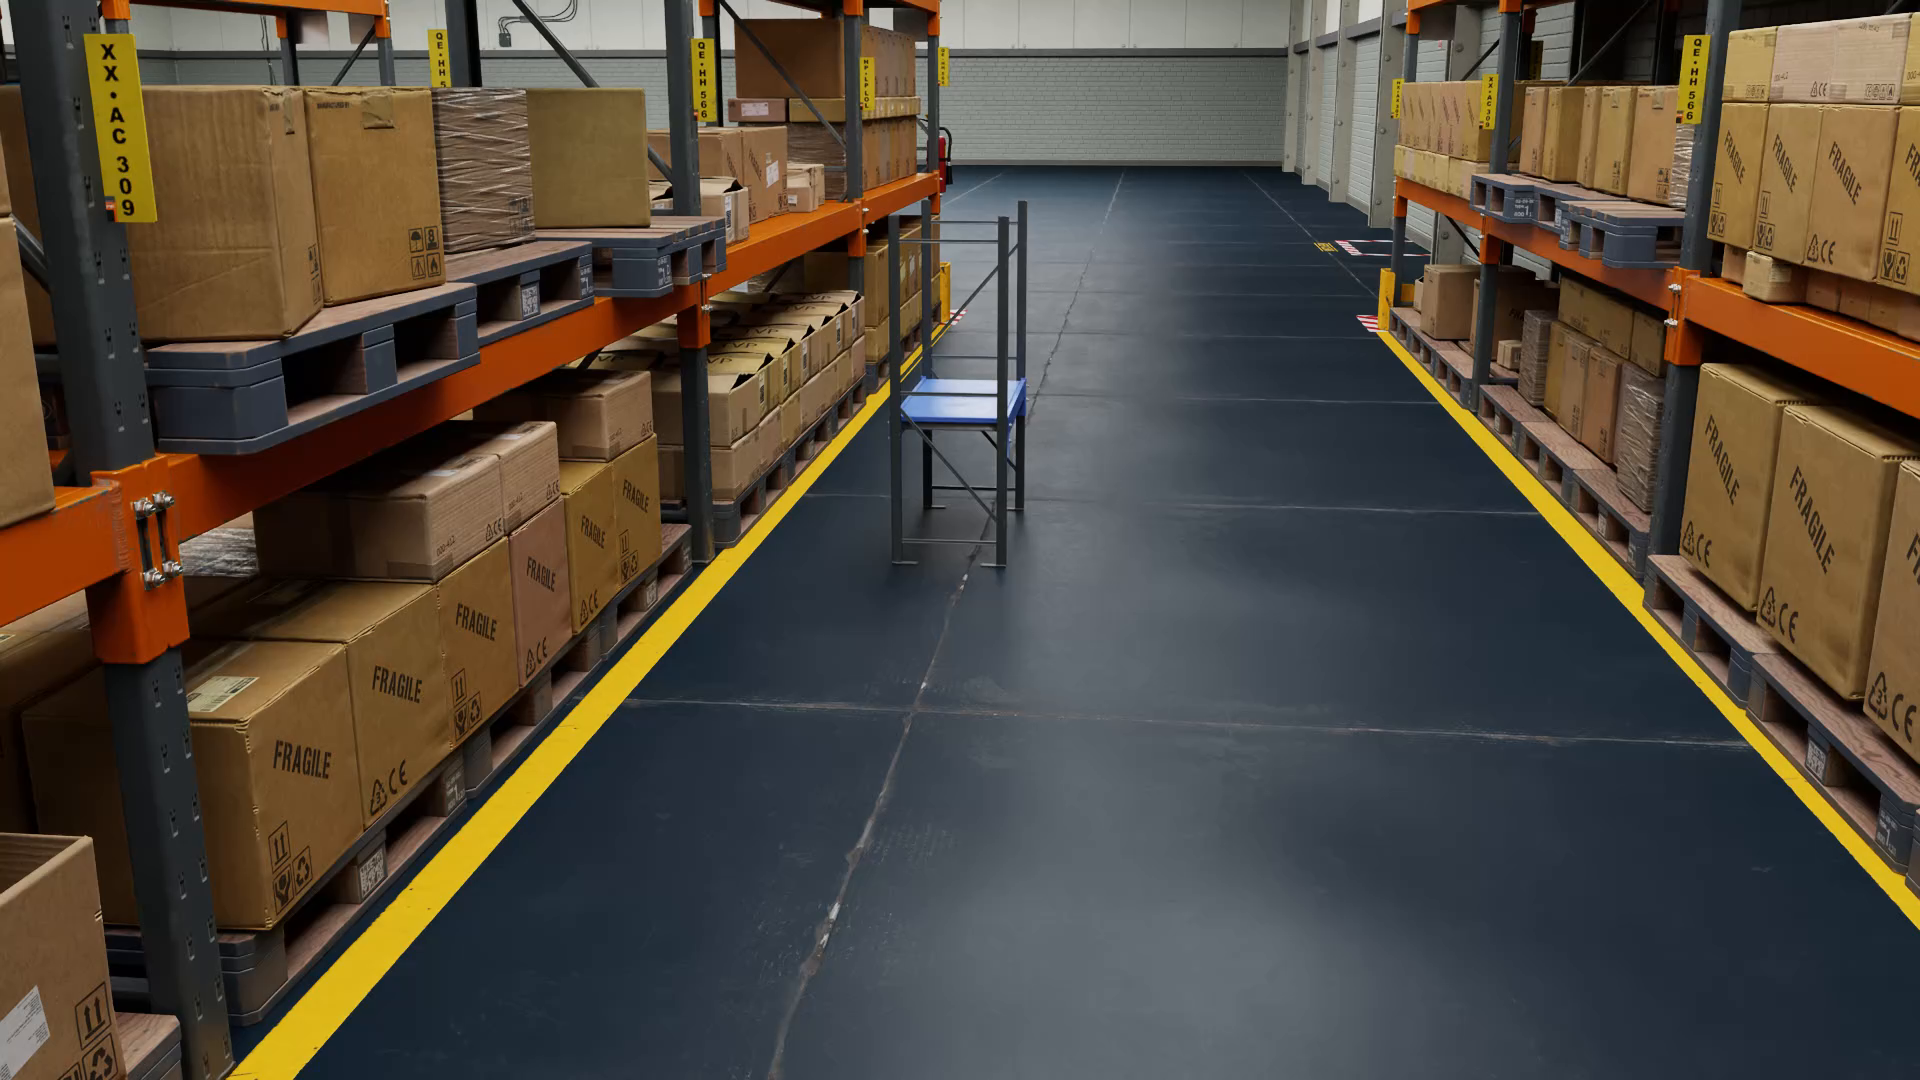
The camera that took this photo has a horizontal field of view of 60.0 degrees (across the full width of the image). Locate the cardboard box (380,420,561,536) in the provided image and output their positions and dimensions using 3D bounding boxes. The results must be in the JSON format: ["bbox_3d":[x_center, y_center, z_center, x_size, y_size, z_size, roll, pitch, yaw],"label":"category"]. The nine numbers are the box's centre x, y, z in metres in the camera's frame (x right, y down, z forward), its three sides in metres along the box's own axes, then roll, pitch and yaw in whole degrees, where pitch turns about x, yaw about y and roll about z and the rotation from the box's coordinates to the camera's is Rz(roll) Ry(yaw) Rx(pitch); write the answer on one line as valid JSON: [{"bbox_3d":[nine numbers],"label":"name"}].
[{"bbox_3d":[-1.572,-0.203,5.175,0.500,0.250,0.500,1,15,5],"label":"cardboard box"}]

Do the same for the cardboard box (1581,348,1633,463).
[{"bbox_3d":[3.567,-0.674,8.353,0.700,0.500,0.500,2,15,6],"label":"cardboard box"}]

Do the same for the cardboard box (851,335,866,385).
[{"bbox_3d":[-0.894,-1.162,10.675,0.500,0.250,0.500,2,15,6],"label":"cardboard box"}]

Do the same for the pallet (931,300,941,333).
[{"bbox_3d":[-0.728,-1.894,14.262,1.003,0.211,1.213,2,15,6],"label":"pallet"}]

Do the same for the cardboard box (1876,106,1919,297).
[{"bbox_3d":[2.850,-0.904,4.457,0.500,0.500,0.500,2,15,8],"label":"cardboard box"}]

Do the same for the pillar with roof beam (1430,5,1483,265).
[{"bbox_3d":[1.419,-7.667,18.776,9.100,9.000,0.400,2,15,6],"label":"pillar with roof beam"}]

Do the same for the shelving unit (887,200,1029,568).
[{"bbox_3d":[0.010,-0.746,7.548,0.538,1.500,1.048,2,15,6],"label":"shelving unit"}]

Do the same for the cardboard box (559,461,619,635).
[{"bbox_3d":[-1.518,0.013,5.813,0.500,0.500,0.500,1,15,4],"label":"cardboard box"}]

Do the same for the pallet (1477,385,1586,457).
[{"bbox_3d":[3.701,-0.709,9.881,1.003,0.211,1.213,2,15,6],"label":"pallet"}]

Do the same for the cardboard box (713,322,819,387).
[{"bbox_3d":[-1.067,-1.040,9.151,0.500,0.311,0.500,2,15,6],"label":"cardboard box"}]

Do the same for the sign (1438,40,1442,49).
[{"bbox_3d":[6.113,-6.402,21.150,0.001,0.298,0.199,2,15,6],"label":"sign"}]

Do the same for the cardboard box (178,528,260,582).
[{"bbox_3d":[-2.146,0.272,4.854,0.500,0.500,0.500,2,15,7],"label":"cardboard box"}]

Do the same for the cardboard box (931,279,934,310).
[{"bbox_3d":[-0.495,-2.037,13.913,0.500,0.250,0.500,2,15,6],"label":"cardboard box"}]

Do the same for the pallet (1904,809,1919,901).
[{"bbox_3d":[2.897,0.961,3.703,1.003,0.211,1.213,2,15,6],"label":"pallet"}]

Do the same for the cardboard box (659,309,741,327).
[{"bbox_3d":[-1.548,-1.185,9.685,0.500,0.311,0.500,1,15,4],"label":"cardboard box"}]

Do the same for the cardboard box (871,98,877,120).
[{"bbox_3d":[-0.798,-3.093,11.919,0.380,0.149,0.250,1,15,4],"label":"cardboard box"}]

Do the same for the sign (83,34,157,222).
[{"bbox_3d":[-1.498,-0.731,2.962,0.100,0.325,0.005,2,15,6],"label":"sign"}]

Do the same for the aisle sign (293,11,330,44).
[{"bbox_3d":[-5.888,-4.869,14.941,0.394,0.787,0.004,2,15,6],"label":"aisle sign"}]

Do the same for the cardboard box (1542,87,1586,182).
[{"bbox_3d":[3.626,-2.242,9.174,0.700,0.500,0.500,3,15,12],"label":"cardboard box"}]

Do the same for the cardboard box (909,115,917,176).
[{"bbox_3d":[-0.749,-3.367,14.177,0.700,0.500,0.500,2,15,6],"label":"cardboard box"}]

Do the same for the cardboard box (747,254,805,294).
[{"bbox_3d":[-1.232,-1.896,11.953,0.500,0.500,0.500,2,15,6],"label":"cardboard box"}]

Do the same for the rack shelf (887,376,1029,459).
[{"bbox_3d":[0.010,-0.572,7.595,0.538,0.185,1.000,2,15,6],"label":"rack shelf"}]

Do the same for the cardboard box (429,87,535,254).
[{"bbox_3d":[-1.839,-1.218,5.423,0.700,0.500,0.500,5,16,17],"label":"cardboard box"}]

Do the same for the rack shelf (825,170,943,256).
[{"bbox_3d":[-0.910,-2.574,12.812,1.077,0.370,4.000,2,15,6],"label":"rack shelf"}]

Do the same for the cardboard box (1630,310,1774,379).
[{"bbox_3d":[3.492,-0.922,7.834,0.500,0.250,0.500,2,15,7],"label":"cardboard box"}]

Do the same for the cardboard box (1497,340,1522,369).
[{"bbox_3d":[3.818,-1.242,11.093,0.380,0.166,0.250,0,15,-1],"label":"cardboard box"}]

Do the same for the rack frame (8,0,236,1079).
[{"bbox_3d":[-2.038,-0.327,3.126,1.000,3.000,0.127,2,15,6],"label":"rack frame"}]

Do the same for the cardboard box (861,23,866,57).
[{"bbox_3d":[-1.036,-3.323,11.529,0.700,0.500,0.500,2,15,6],"label":"cardboard box"}]

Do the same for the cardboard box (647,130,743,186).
[{"bbox_3d":[-1.413,-1.849,8.561,0.500,0.500,0.500,1,15,3],"label":"cardboard box"}]

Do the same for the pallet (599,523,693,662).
[{"bbox_3d":[-1.708,0.174,6.615,1.003,0.211,1.213,2,15,6],"label":"pallet"}]

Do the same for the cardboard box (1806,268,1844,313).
[{"bbox_3d":[3.012,-0.829,5.426,0.380,0.149,0.250,2,15,6],"label":"cardboard box"}]

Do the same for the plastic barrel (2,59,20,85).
[{"bbox_3d":[-6.401,-2.700,10.940,0.600,0.901,0.708,2,15,6],"label":"plastic barrel"}]

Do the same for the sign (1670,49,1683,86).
[{"bbox_3d":[4.339,-2.801,10.056,0.100,0.325,0.005,2,15,6],"label":"sign"}]

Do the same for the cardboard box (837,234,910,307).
[{"bbox_3d":[-0.659,-2.010,12.376,0.500,0.500,0.500,2,15,6],"label":"cardboard box"}]

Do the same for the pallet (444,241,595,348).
[{"bbox_3d":[-1.801,-0.768,5.122,1.003,0.211,1.213,2,15,6],"label":"pallet"}]

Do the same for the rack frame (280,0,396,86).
[{"bbox_3d":[-5.605,-3.587,15.180,1.000,3.000,0.127,2,15,6],"label":"rack frame"}]

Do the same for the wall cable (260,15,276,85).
[{"bbox_3d":[-21.248,-13.919,47.845,3.097,2.526,0.112,2,15,6],"label":"wall cable"}]

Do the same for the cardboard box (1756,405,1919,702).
[{"bbox_3d":[3.017,0.029,5.122,0.750,0.750,0.750,2,15,6],"label":"cardboard box"}]

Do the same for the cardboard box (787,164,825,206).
[{"bbox_3d":[-1.147,-2.201,10.342,0.500,0.250,0.500,3,15,10],"label":"cardboard box"}]

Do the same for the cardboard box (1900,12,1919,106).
[{"bbox_3d":[2.865,-1.272,4.381,0.500,0.250,0.500,1,15,5],"label":"cardboard box"}]

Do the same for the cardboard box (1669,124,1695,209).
[{"bbox_3d":[3.379,-1.603,6.809,0.700,0.500,0.500,0,15,0],"label":"cardboard box"}]

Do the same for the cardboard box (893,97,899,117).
[{"bbox_3d":[-0.682,-3.361,12.909,0.380,0.149,0.250,2,15,8],"label":"cardboard box"}]

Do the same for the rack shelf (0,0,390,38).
[{"bbox_3d":[-5.831,-4.169,12.964,1.077,0.370,4.000,2,15,6],"label":"rack shelf"}]

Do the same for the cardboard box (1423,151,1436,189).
[{"bbox_3d":[3.701,-2.717,12.212,0.500,0.250,0.500,2,15,7],"label":"cardboard box"}]

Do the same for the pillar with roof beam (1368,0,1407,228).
[{"bbox_3d":[2.096,-9.223,24.531,9.100,9.000,0.400,2,15,6],"label":"pillar with roof beam"}]

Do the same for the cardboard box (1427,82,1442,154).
[{"bbox_3d":[3.710,-3.083,12.130,0.500,0.500,0.500,2,15,8],"label":"cardboard box"}]

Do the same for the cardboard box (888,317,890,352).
[{"bbox_3d":[-0.720,-1.519,11.995,0.500,0.250,0.500,2,15,6],"label":"cardboard box"}]

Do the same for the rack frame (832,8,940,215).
[{"bbox_3d":[-0.684,-3.440,14.636,1.000,3.000,0.127,2,15,6],"label":"rack frame"}]

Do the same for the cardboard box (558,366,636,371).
[{"bbox_3d":[-1.772,-0.654,7.723,0.500,0.311,0.500,2,15,8],"label":"cardboard box"}]

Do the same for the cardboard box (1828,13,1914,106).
[{"bbox_3d":[2.916,-1.404,4.872,0.500,0.250,0.500,2,15,7],"label":"cardboard box"}]

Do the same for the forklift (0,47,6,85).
[{"bbox_3d":[-4.684,-1.255,6.689,1.130,2.935,3.031,8,17,29],"label":"forklift"}]

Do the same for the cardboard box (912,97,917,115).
[{"bbox_3d":[-0.566,-3.629,13.900,0.380,0.149,0.250,2,15,8],"label":"cardboard box"}]

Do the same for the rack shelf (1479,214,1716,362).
[{"bbox_3d":[3.562,-1.391,8.439,1.077,0.370,4.000,2,15,6],"label":"rack shelf"}]

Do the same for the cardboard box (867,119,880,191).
[{"bbox_3d":[-0.978,-2.833,12.200,0.700,0.500,0.500,2,15,7],"label":"cardboard box"}]

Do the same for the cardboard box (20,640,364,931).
[{"bbox_3d":[-1.741,0.549,3.833,0.500,0.500,0.500,1,15,4],"label":"cardboard box"}]

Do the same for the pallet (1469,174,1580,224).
[{"bbox_3d":[3.557,-1.971,9.572,1.003,0.211,1.213,2,15,6],"label":"pallet"}]

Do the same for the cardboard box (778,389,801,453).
[{"bbox_3d":[-1.127,-0.633,8.719,0.500,0.250,0.500,1,15,5],"label":"cardboard box"}]

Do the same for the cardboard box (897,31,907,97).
[{"bbox_3d":[-0.809,-3.843,13.452,0.700,0.500,0.500,1,15,5],"label":"cardboard box"}]

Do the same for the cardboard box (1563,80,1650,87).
[{"bbox_3d":[4.048,-2.672,10.611,0.500,0.500,0.500,1,15,5],"label":"cardboard box"}]
